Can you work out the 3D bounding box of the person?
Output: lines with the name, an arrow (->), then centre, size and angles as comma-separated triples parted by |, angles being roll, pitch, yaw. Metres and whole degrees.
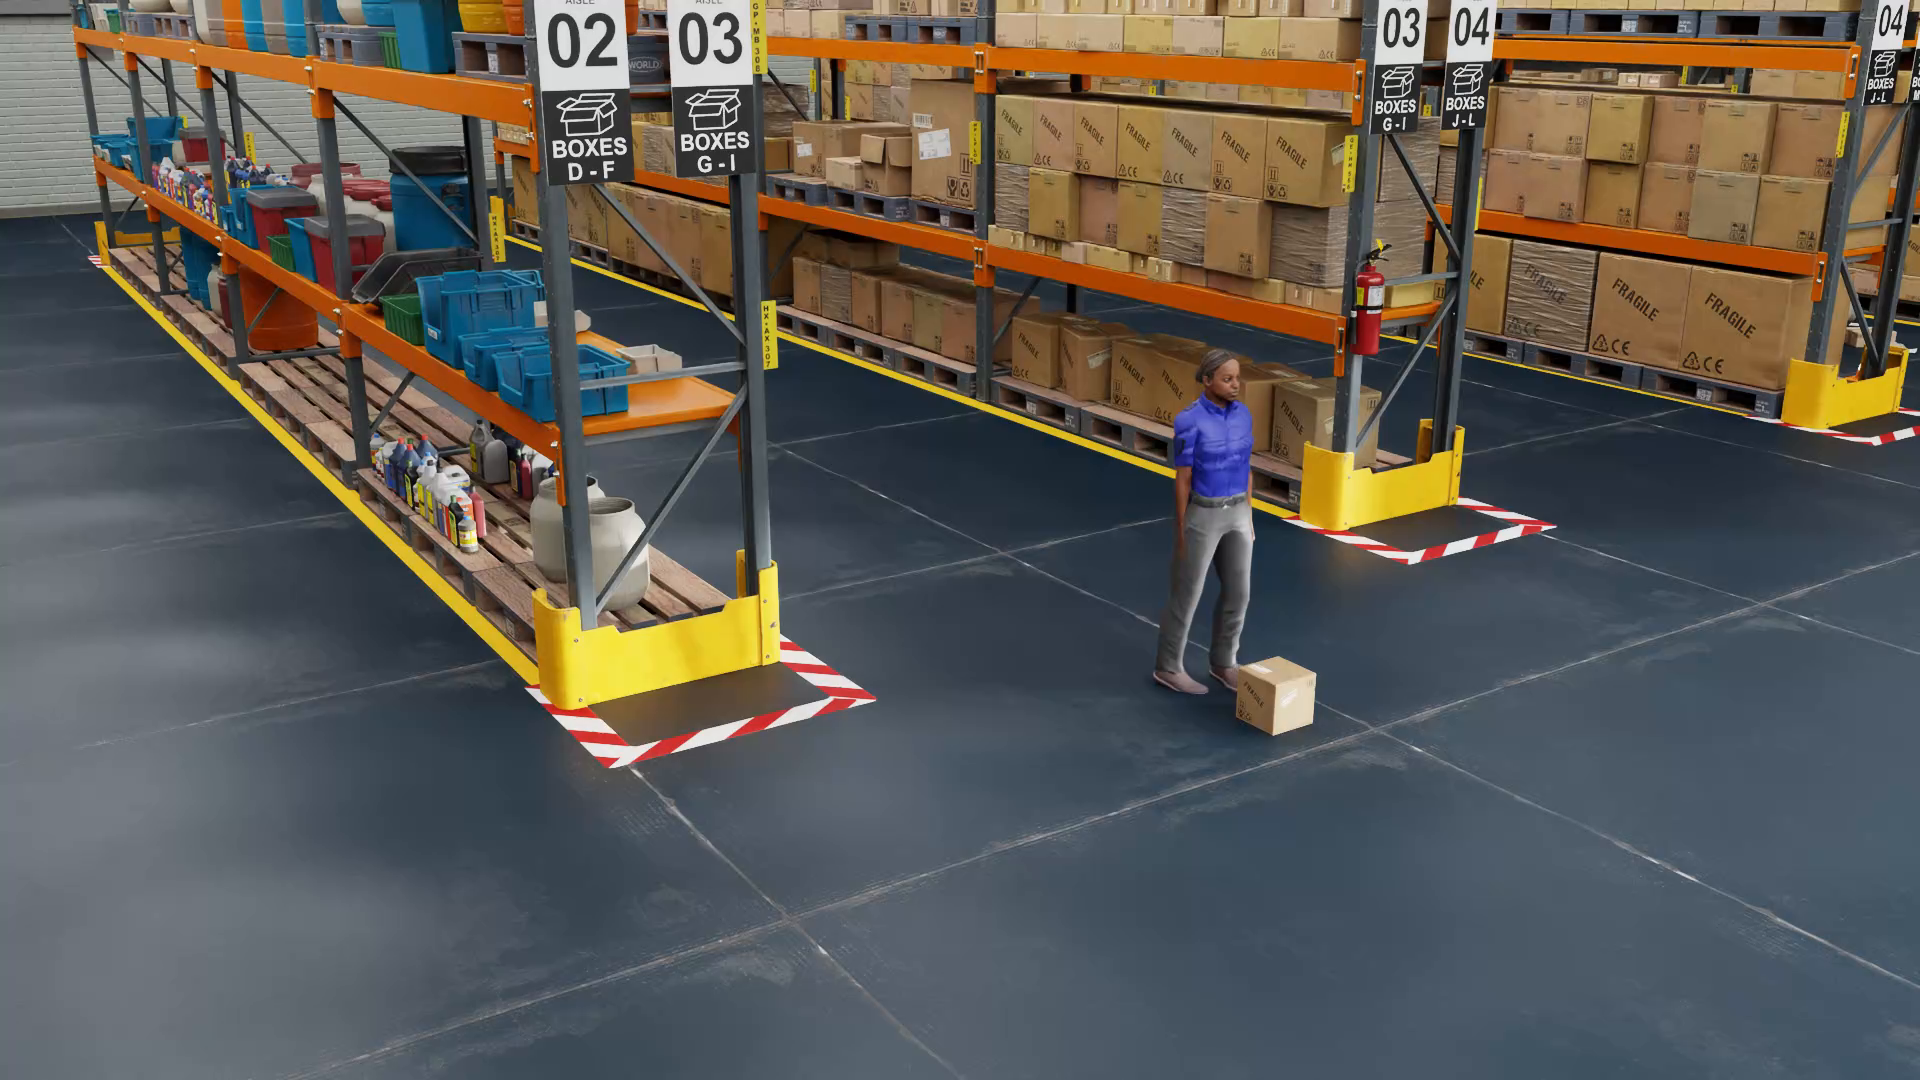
person -> 1.206, -0.070, 7.812 | 0.441, 1.678, 0.387 | -11, 21, -29
